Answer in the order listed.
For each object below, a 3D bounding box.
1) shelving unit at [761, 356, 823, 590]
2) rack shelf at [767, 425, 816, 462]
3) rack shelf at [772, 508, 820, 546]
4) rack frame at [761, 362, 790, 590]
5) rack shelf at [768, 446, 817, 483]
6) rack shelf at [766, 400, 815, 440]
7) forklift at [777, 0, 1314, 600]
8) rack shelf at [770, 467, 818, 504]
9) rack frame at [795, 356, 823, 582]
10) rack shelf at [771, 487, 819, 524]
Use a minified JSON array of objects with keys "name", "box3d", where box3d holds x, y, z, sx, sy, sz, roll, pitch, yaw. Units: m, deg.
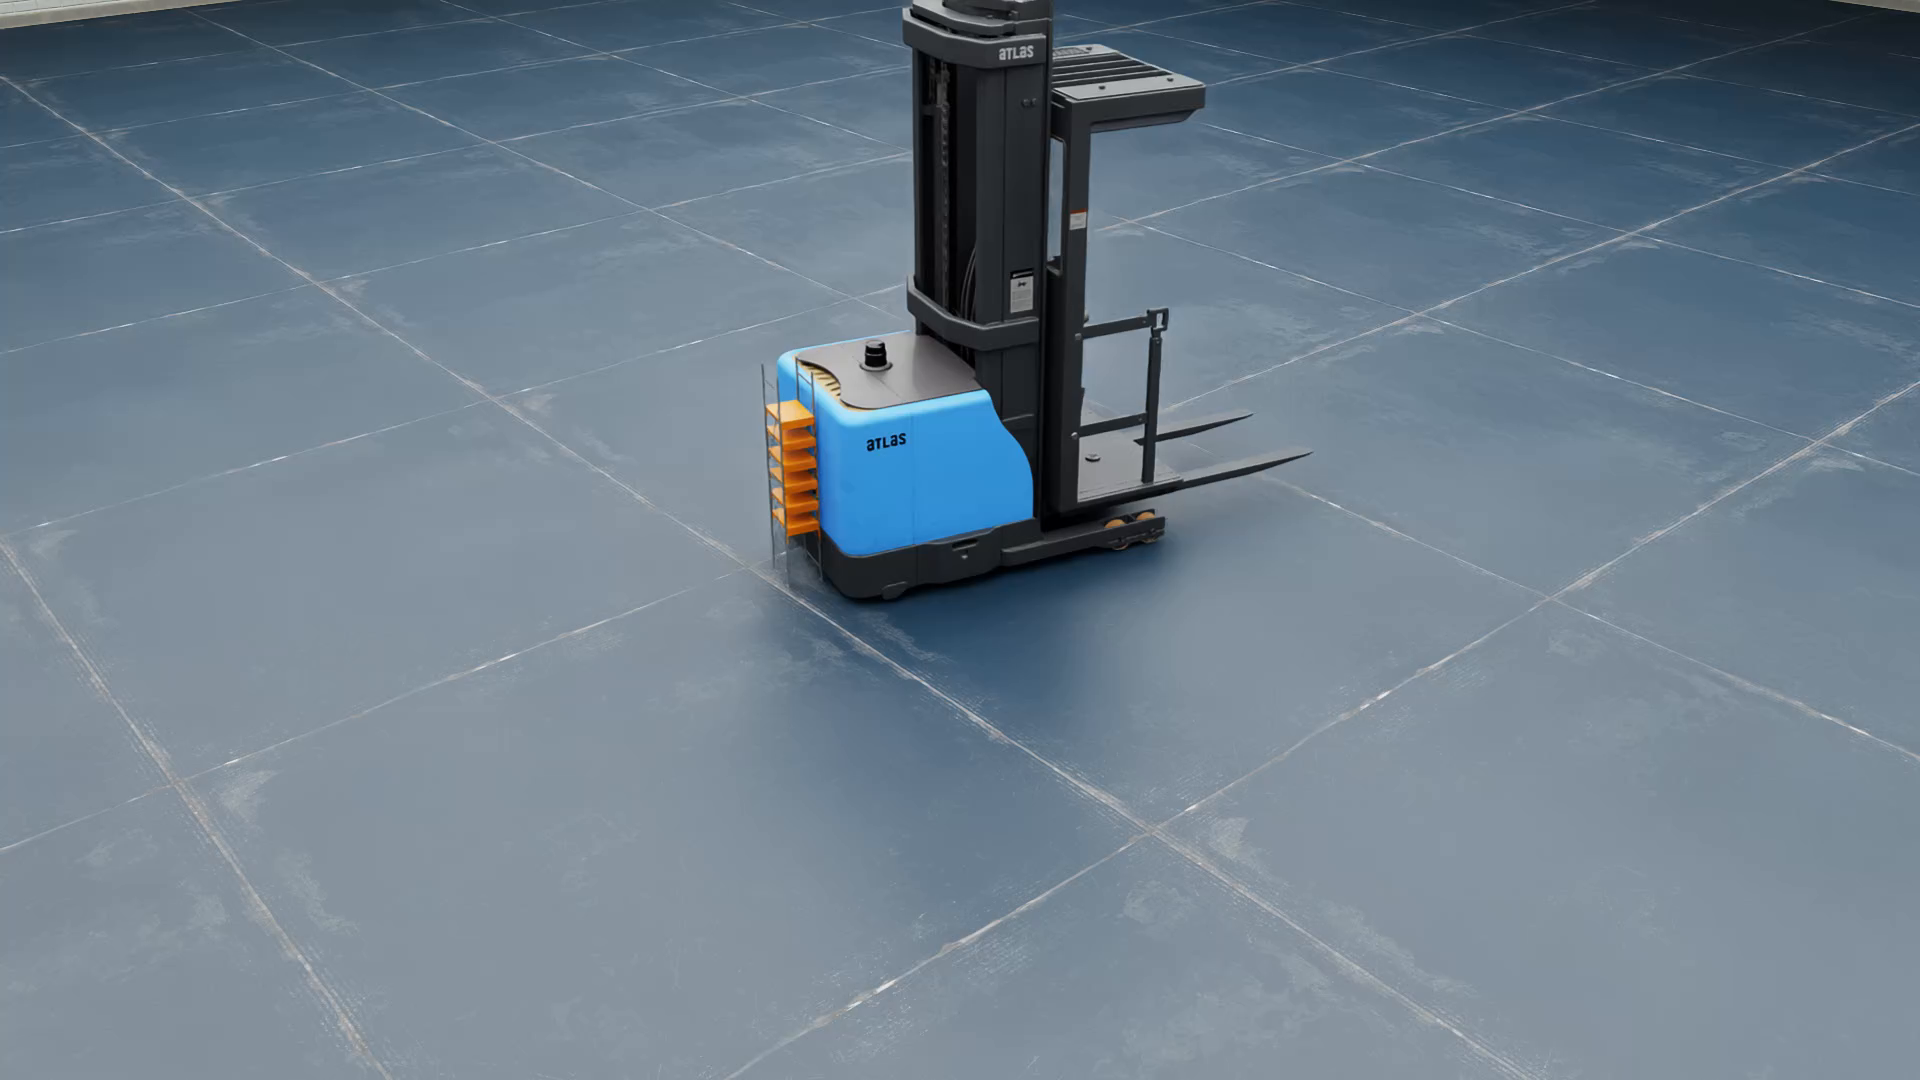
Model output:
[{"name":"shelving unit","box3d":[-0.866,-0.337,8.608,0.189,1.200,0.258,-13,31,-23]},{"name":"rack shelf","box3d":[-0.866,-0.510,8.516,0.180,0.103,0.258,-13,31,-23]},{"name":"rack shelf","box3d":[-0.866,-0.086,8.742,0.180,0.103,0.258,-13,31,-23]},{"name":"rack frame","box3d":[-0.949,-0.318,8.573,0.006,1.200,0.240,-13,31,-23]},{"name":"rack shelf","box3d":[-0.866,-0.404,8.572,0.180,0.103,0.258,-13,31,-23]},{"name":"rack shelf","box3d":[-0.866,-0.616,8.459,0.180,0.103,0.258,-13,31,-23]},{"name":"forklift","box3d":[0.570,-1.447,8.847,3.031,2.935,1.130,-13,31,-23]},{"name":"rack shelf","box3d":[-0.866,-0.298,8.629,0.180,0.103,0.258,-13,31,-23]},{"name":"rack frame","box3d":[-0.784,-0.356,8.643,0.006,1.200,0.240,-13,31,-23]},{"name":"rack shelf","box3d":[-0.866,-0.192,8.686,0.180,0.103,0.258,-13,31,-23]}]
